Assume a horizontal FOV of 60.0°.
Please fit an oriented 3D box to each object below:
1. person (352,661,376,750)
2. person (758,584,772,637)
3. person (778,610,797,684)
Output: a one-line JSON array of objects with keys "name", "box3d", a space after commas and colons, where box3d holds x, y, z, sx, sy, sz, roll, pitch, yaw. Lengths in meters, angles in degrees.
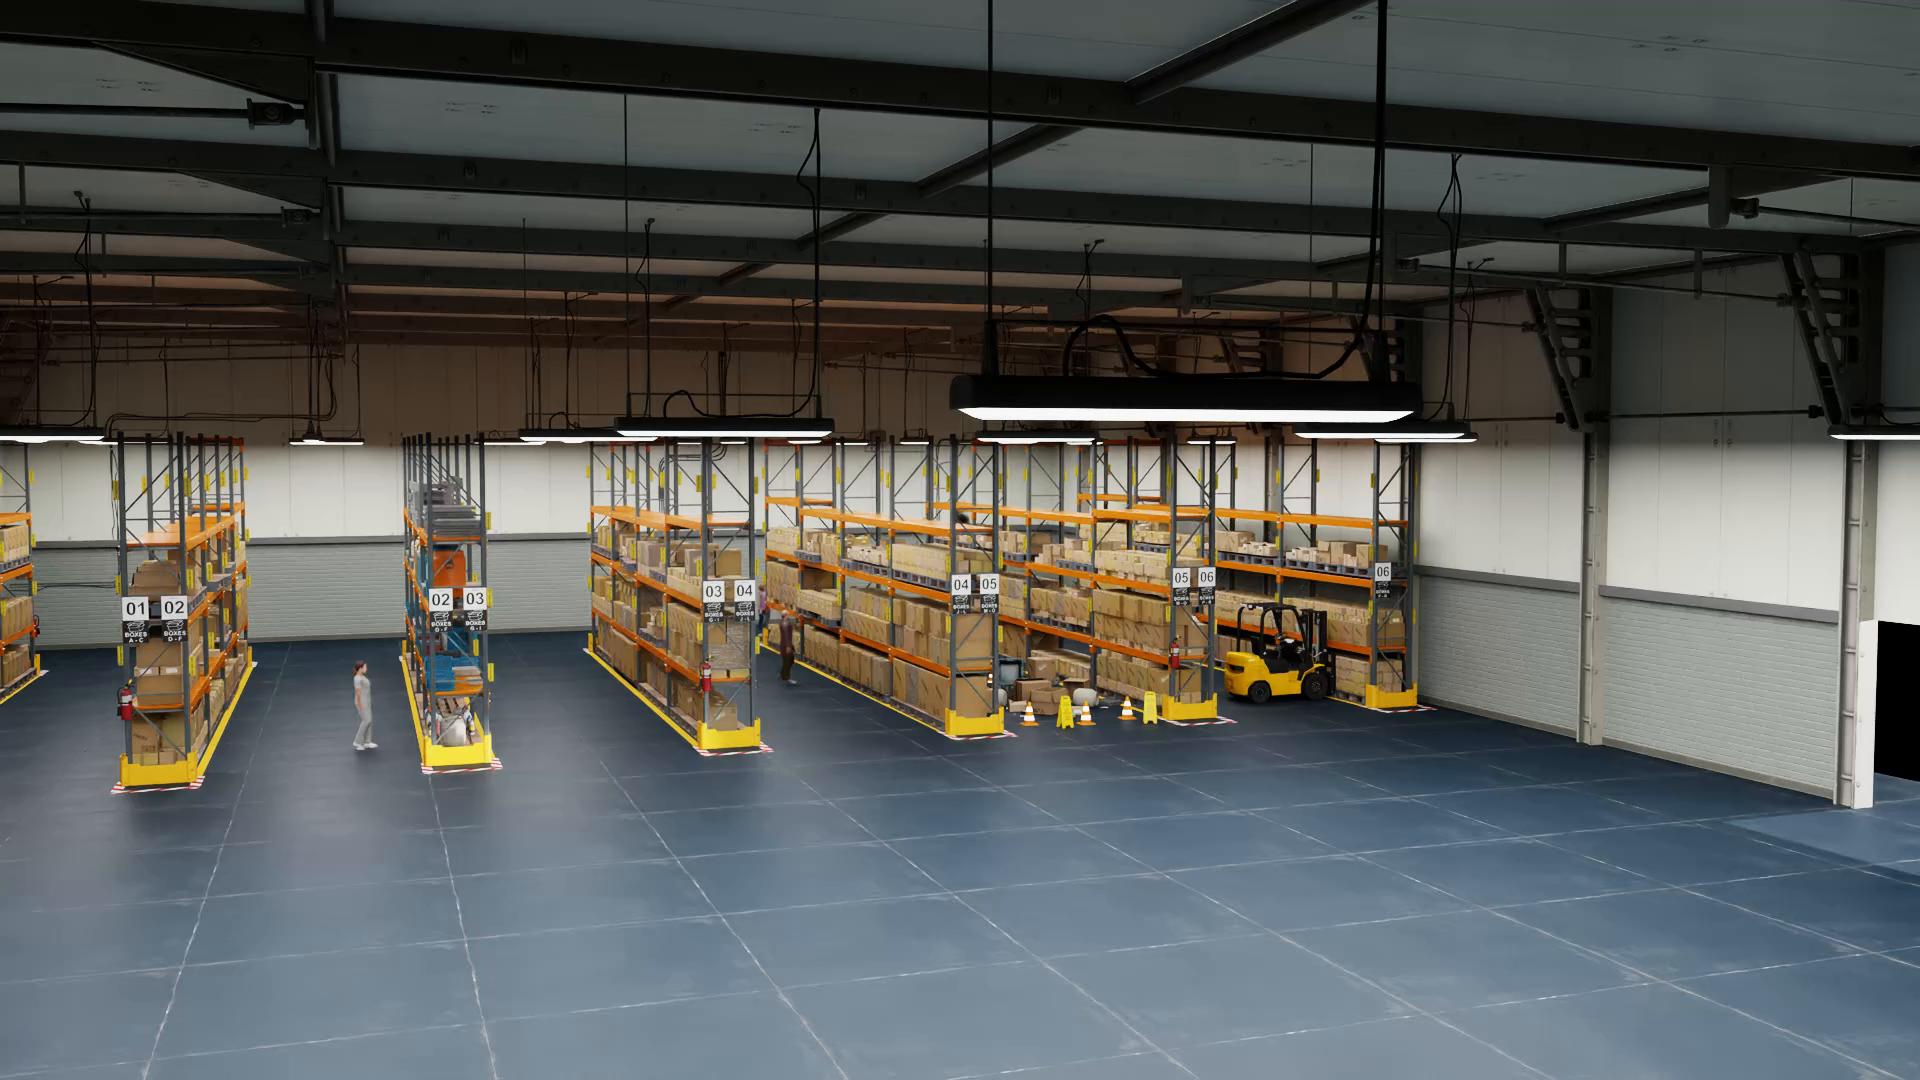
[{"name": "person", "box3d": [-11.389, 3.157, 31.752, 0.429, 1.717, 0.497, 0, 3, 1]}, {"name": "person", "box3d": [-5.955, 2.127, 50.533, 0.464, 1.605, 0.364, -2, 4, -36]}, {"name": "person", "box3d": [-4.206, 2.614, 40.445, 0.469, 1.803, 0.648, 0, 3, -6]}]
